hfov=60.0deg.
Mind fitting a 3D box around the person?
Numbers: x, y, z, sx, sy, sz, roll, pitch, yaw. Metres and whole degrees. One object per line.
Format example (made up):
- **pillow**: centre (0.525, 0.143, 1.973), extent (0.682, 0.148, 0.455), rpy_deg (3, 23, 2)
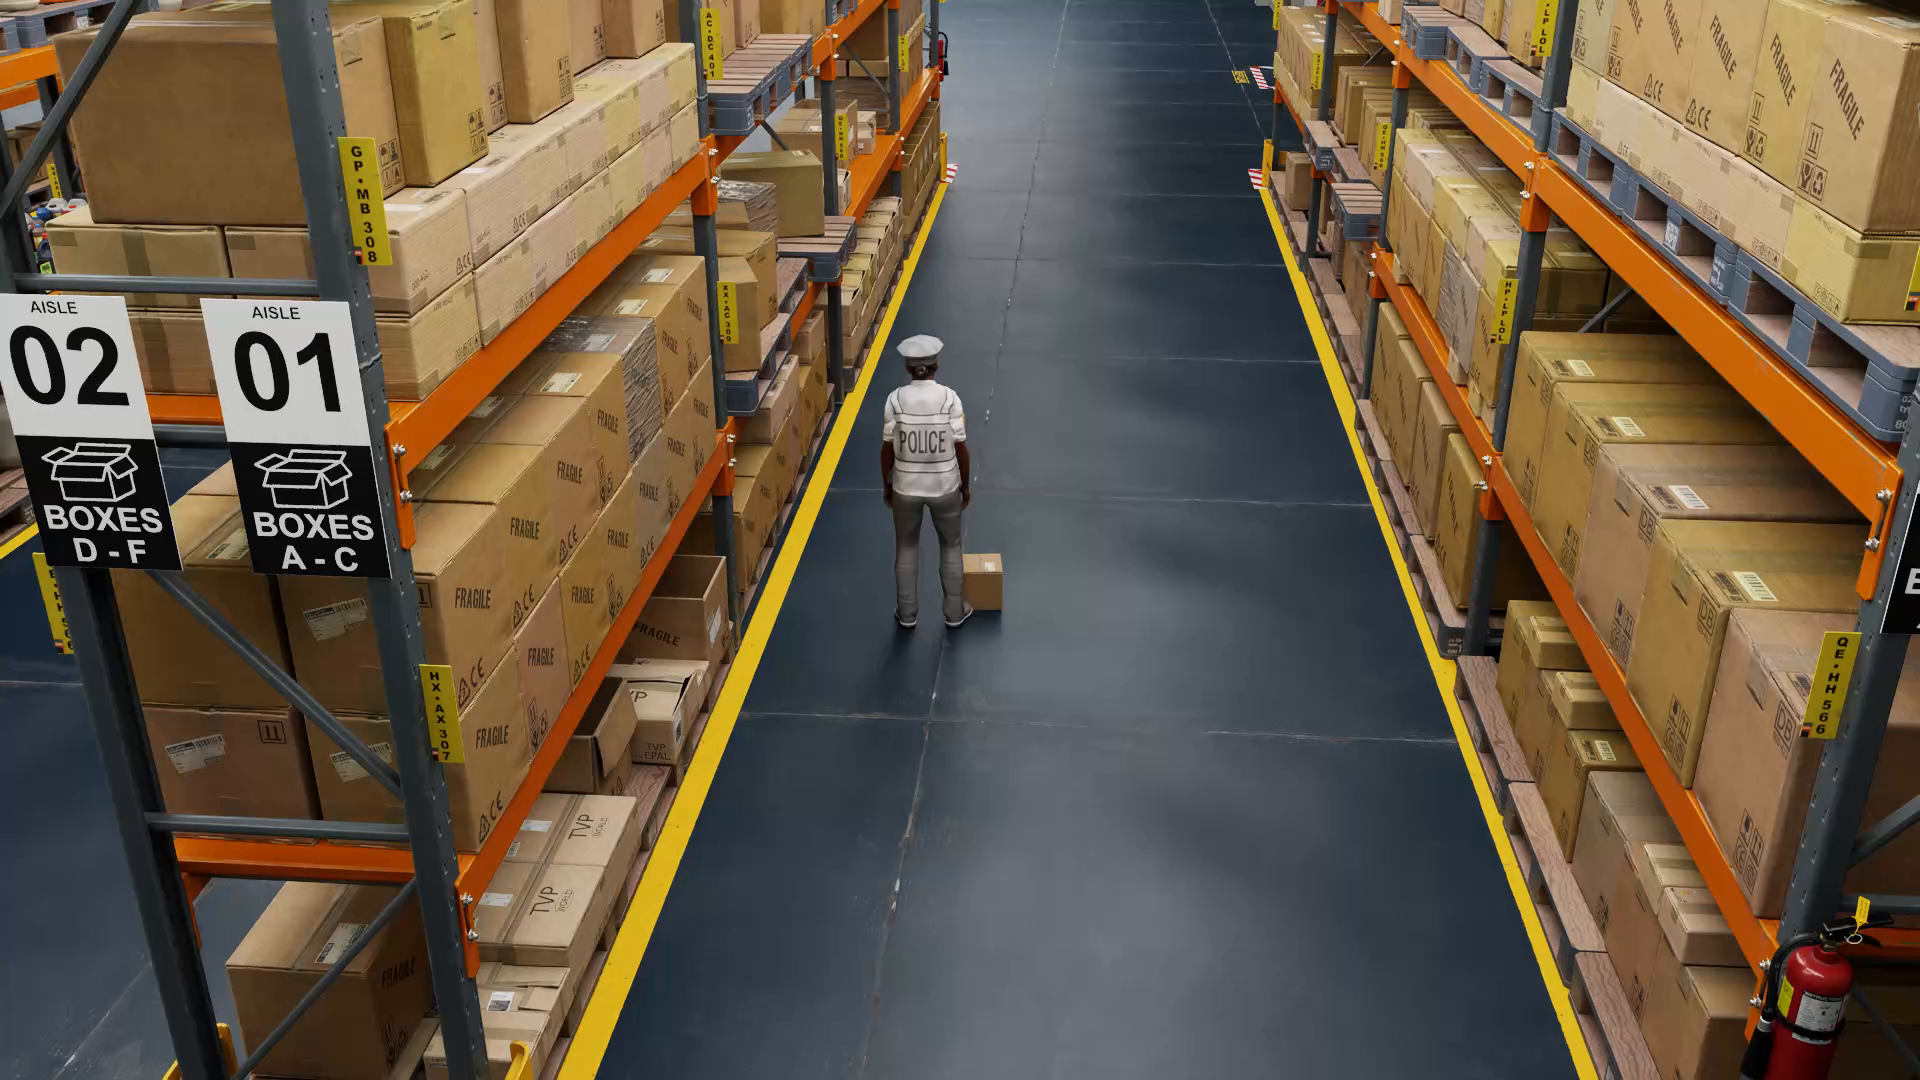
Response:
- **person**: centre (-0.183, -0.291, 9.242), extent (0.505, 1.656, 0.396), rpy_deg (1, 25, 2)
